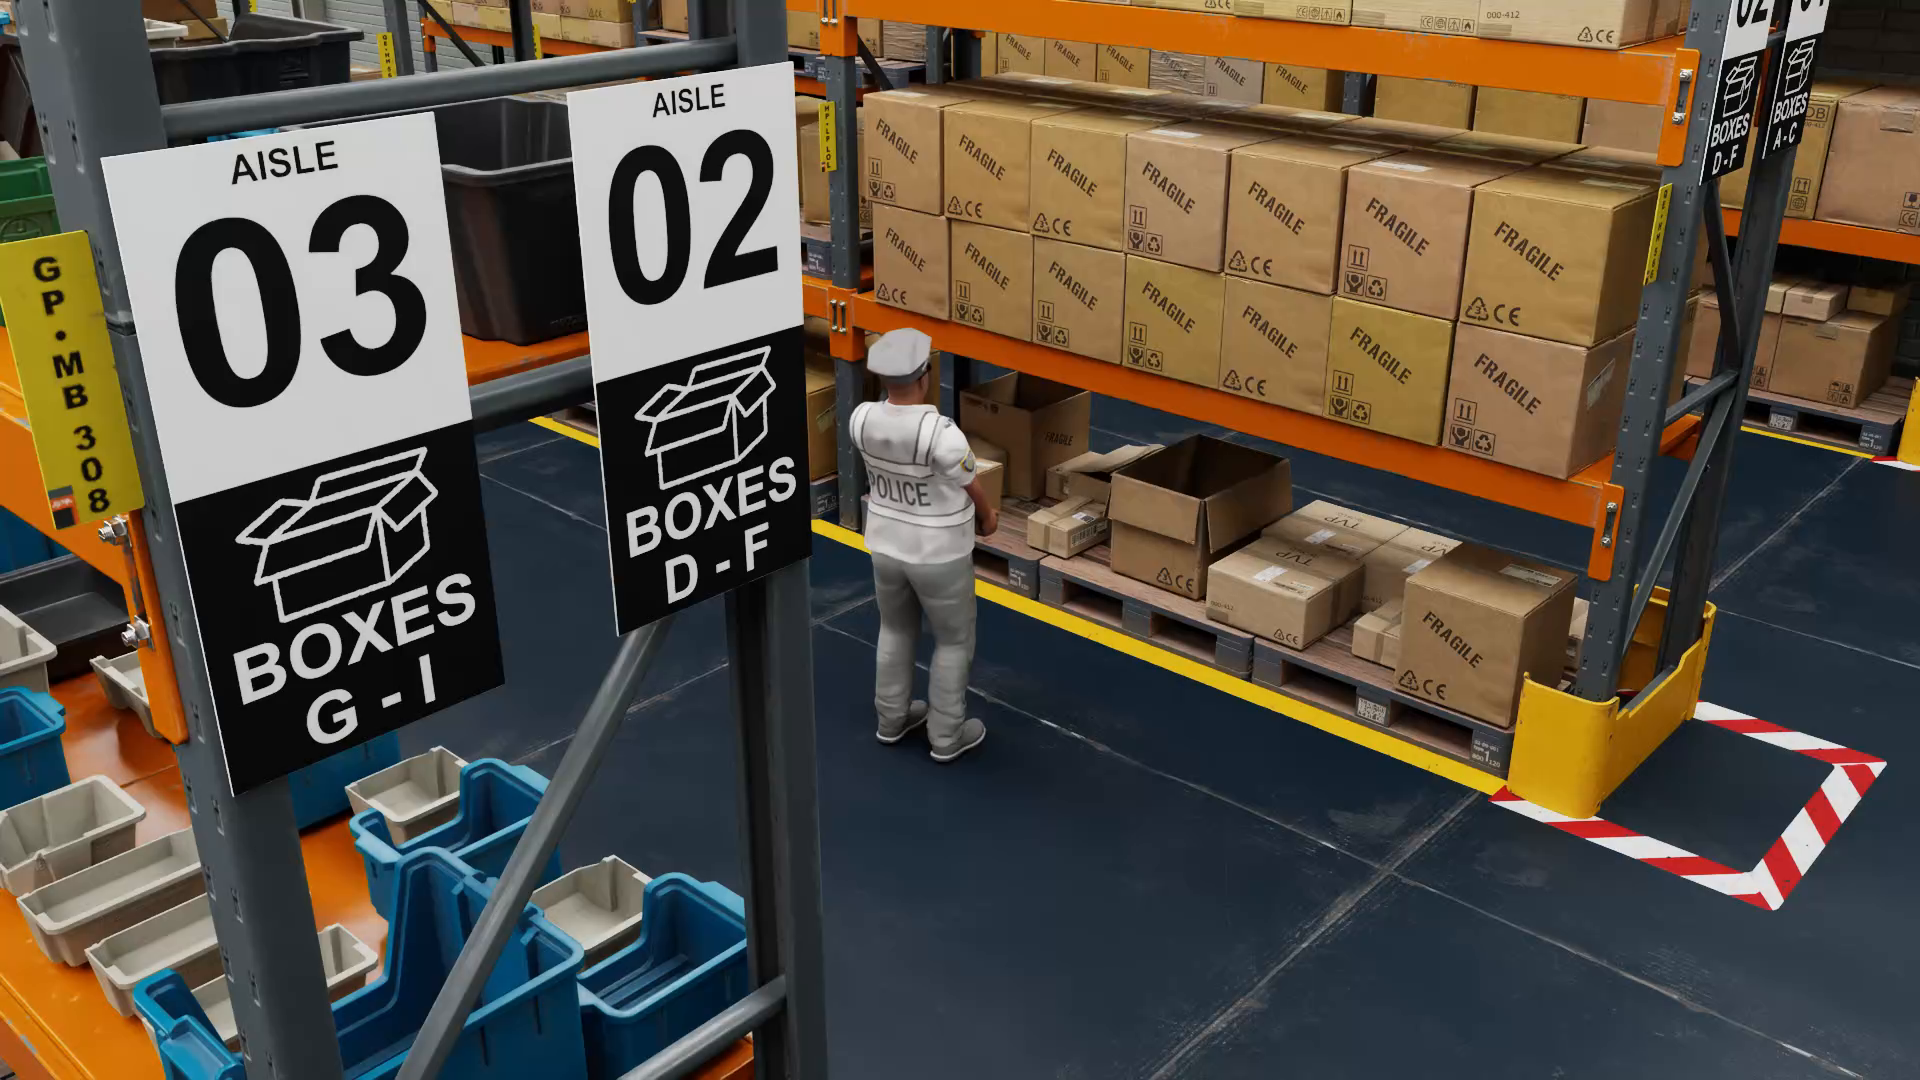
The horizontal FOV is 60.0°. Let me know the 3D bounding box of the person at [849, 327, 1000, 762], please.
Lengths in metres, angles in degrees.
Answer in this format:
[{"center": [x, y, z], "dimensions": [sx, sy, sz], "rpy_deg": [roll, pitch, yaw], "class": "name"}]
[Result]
[{"center": [-0.123, -0.006, 6.581], "dimensions": [0.489, 1.767, 0.573], "rpy_deg": [14, 28, 29], "class": "person"}]
